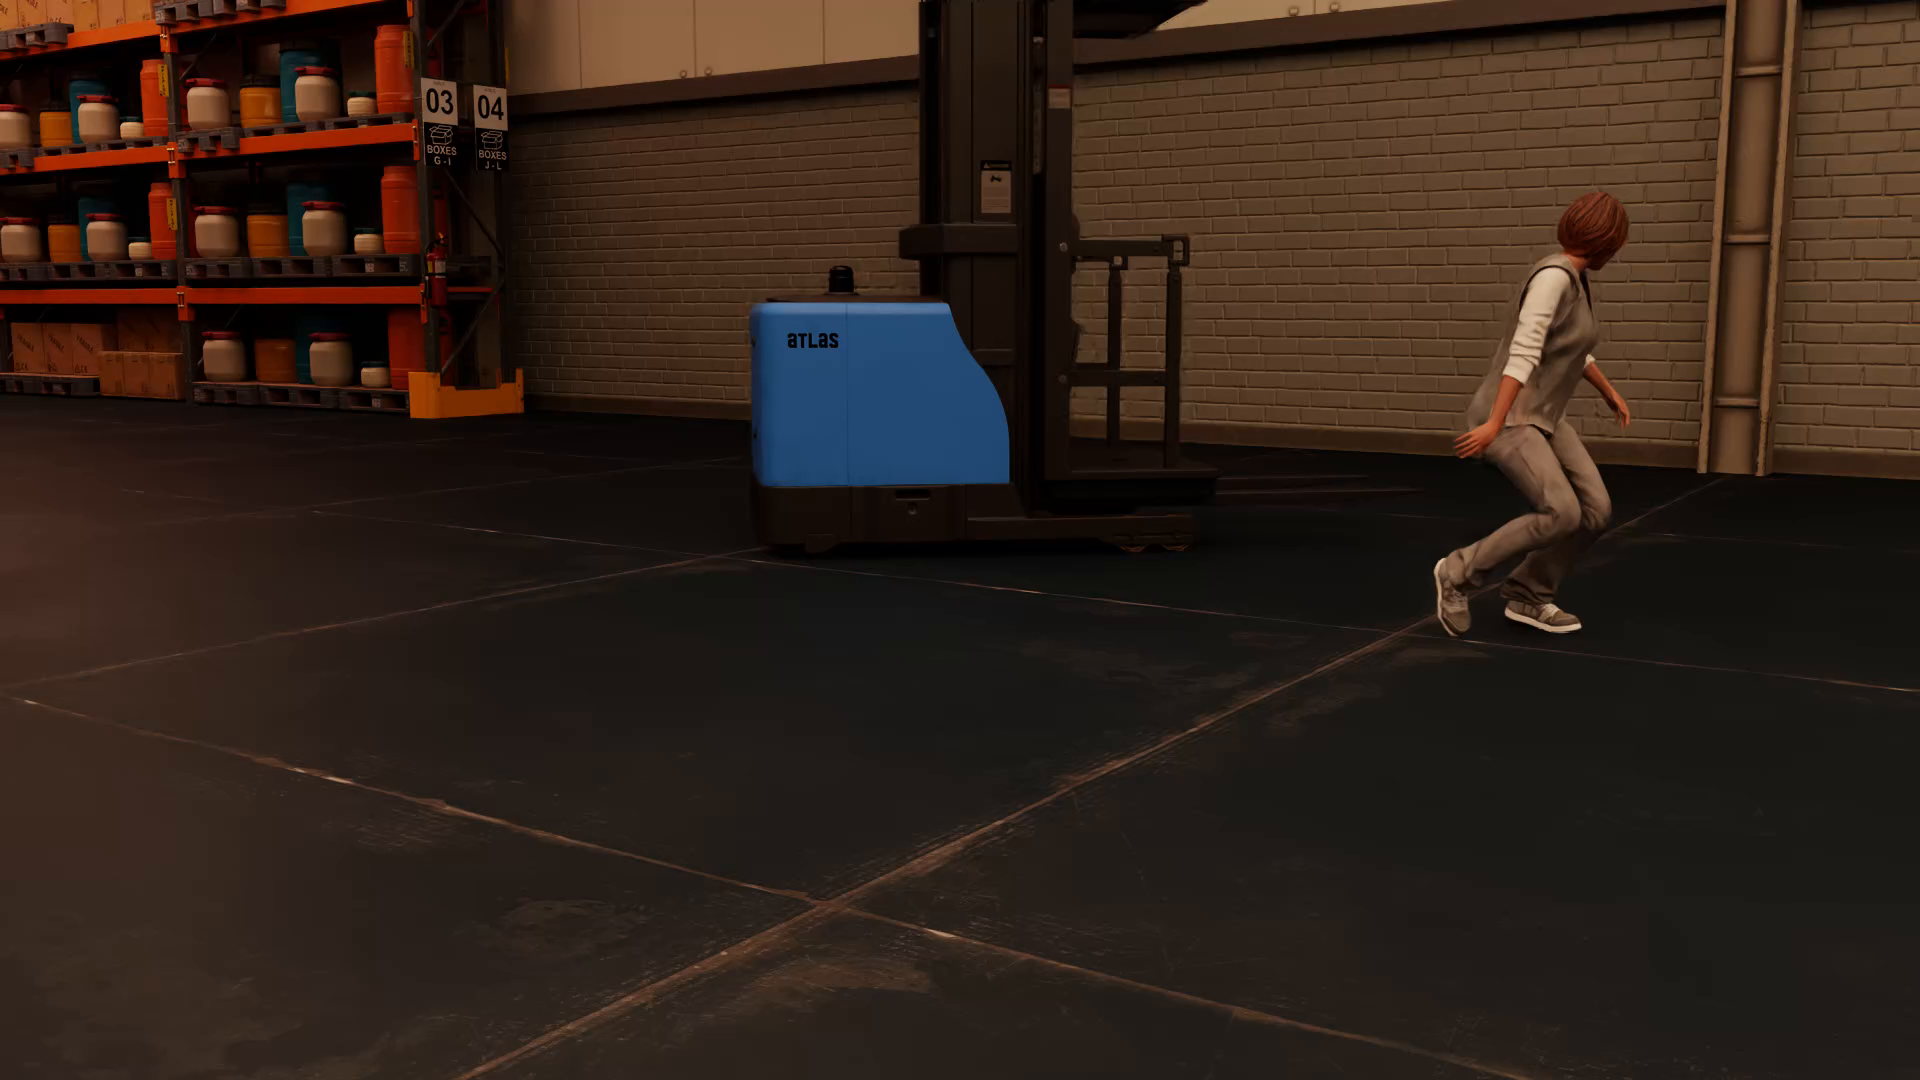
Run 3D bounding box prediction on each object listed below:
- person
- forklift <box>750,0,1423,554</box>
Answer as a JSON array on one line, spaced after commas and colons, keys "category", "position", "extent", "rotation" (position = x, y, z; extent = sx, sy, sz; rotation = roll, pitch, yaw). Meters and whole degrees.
[{"category": "person", "position": [1.800, -0.378, 5.284], "extent": [0.486, 1.423, 0.813], "rotation": [7, 11, 40]}, {"category": "forklift", "position": [0.575, -1.467, 7.512], "extent": [3.031, 2.935, 1.130], "rotation": [-1, 8, -9]}]
